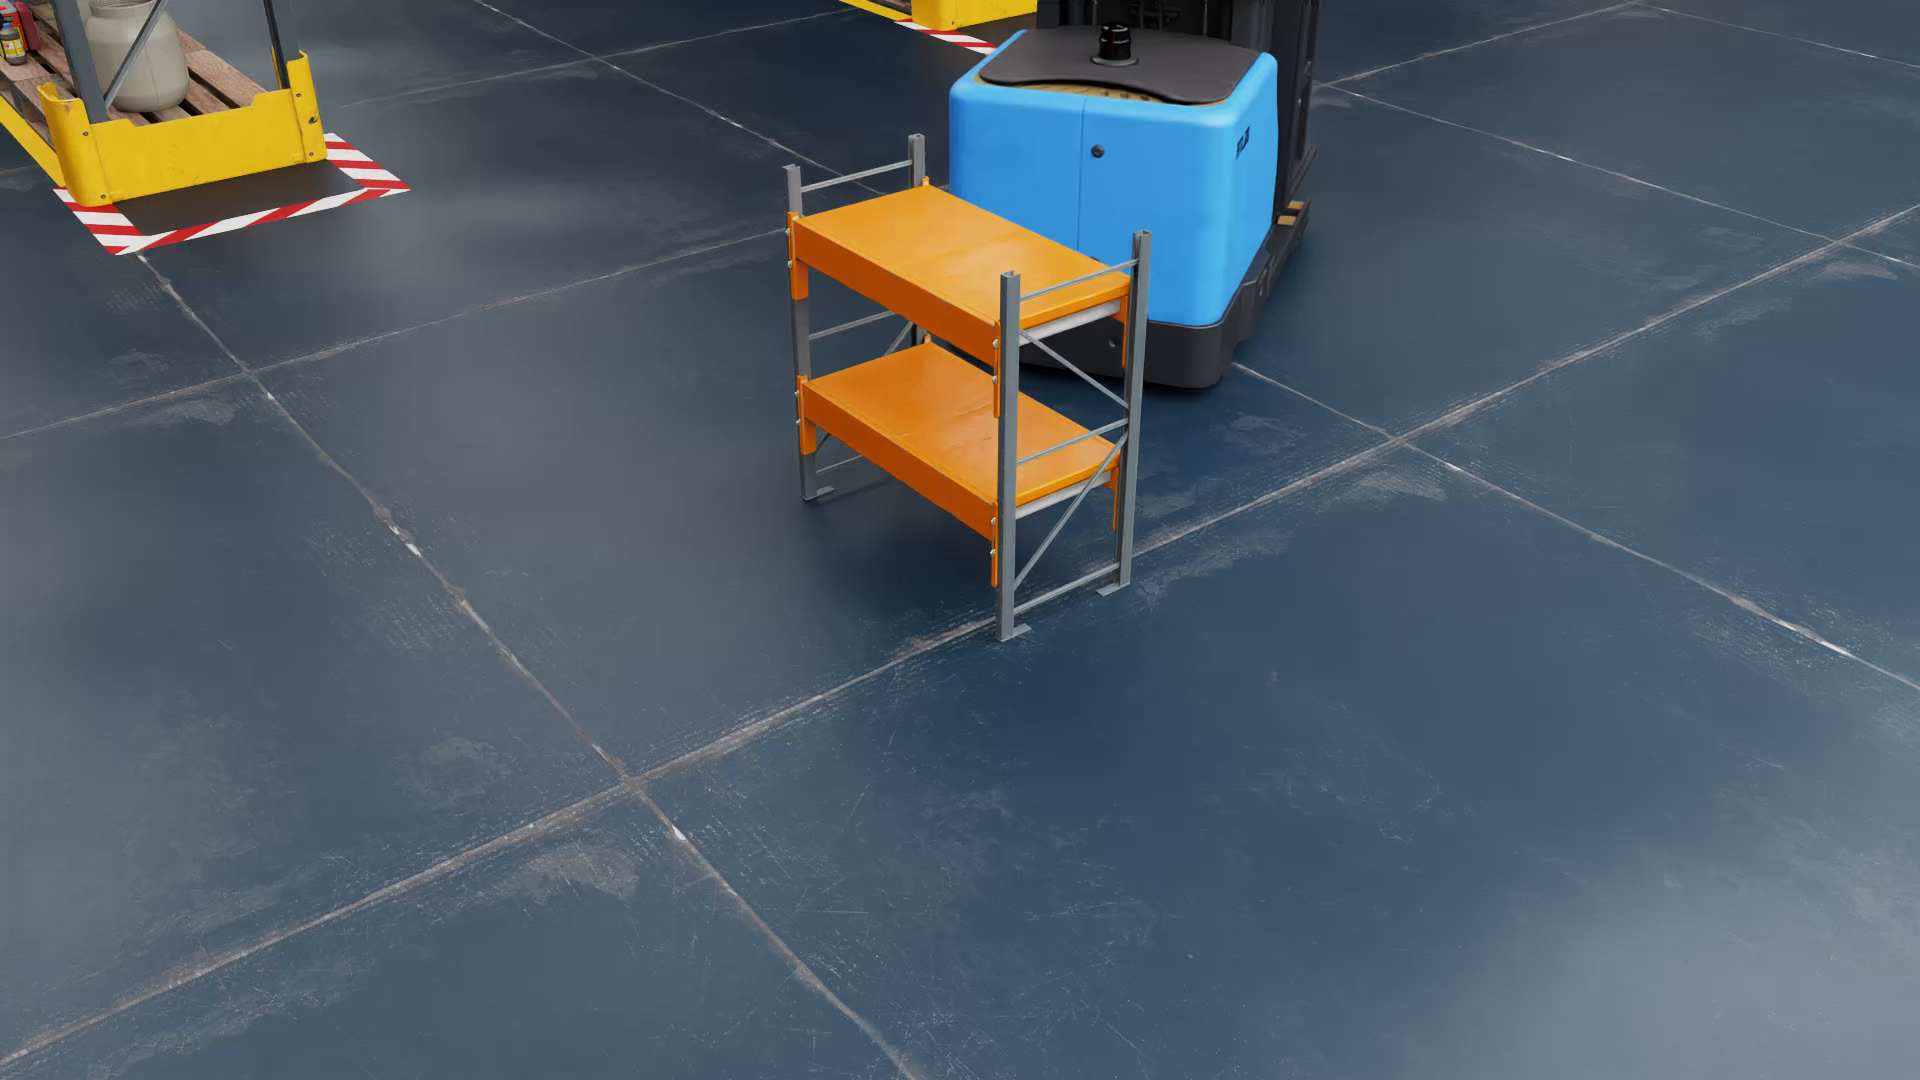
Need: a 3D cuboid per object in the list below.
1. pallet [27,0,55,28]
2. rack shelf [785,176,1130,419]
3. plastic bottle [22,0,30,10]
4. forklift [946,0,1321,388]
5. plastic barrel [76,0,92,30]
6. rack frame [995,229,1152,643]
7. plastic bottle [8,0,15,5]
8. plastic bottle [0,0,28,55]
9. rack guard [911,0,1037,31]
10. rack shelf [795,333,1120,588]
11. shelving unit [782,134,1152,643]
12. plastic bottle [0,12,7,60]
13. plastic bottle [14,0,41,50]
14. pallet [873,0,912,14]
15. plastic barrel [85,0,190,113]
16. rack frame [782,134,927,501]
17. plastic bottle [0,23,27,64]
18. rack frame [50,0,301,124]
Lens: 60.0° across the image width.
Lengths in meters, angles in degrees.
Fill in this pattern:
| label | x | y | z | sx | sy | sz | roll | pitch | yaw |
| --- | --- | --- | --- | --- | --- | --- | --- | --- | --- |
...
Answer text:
| label | x | y | z | sx | sy | sz | roll | pitch | yaw |
| --- | --- | --- | --- | --- | --- | --- | --- | --- | --- |
| pallet | -5.705 | -3.244 | 10.273 | 1.003 | 0.211 | 1.213 | -22 | 38 | -31 |
| rack shelf | -0.004 | -0.729 | 4.803 | 0.538 | 0.278 | 1.000 | -22 | 38 | -31 |
| plastic bottle | -5.439 | -3.084 | 9.537 | 0.152 | 0.276 | 0.135 | -22 | 38 | -31 |
| forklift | 0.923 | -2.559 | 6.592 | 1.130 | 2.935 | 3.031 | 11 | 33 | 17 |
| plastic barrel | -4.403 | -2.635 | 8.610 | 0.421 | 0.512 | 0.421 | 0 | 32 | 0 |
| rack frame | 0.308 | -0.269 | 4.617 | 0.500 | 1.125 | 0.032 | -22 | 38 | -31 |
| plastic bottle | -5.358 | -2.974 | 9.430 | 0.097 | 0.201 | 0.097 | 0 | 32 | 0 |
| plastic bottle | -5.237 | -2.822 | 9.116 | 0.152 | 0.276 | 0.135 | -22 | 38 | -31 |
| rack guard | 0.234 | -3.627 | 10.616 | 1.175 | 0.500 | 0.348 | -22 | 38 | -31 |
| rack shelf | -0.004 | -0.273 | 5.087 | 0.538 | 0.278 | 1.000 | -22 | 38 | -31 |
| shelving unit | -0.004 | -0.481 | 4.958 | 0.538 | 1.125 | 1.048 | -22 | 38 | -31 |
| plastic bottle | -5.190 | -2.754 | 8.999 | 0.061 | 0.283 | 0.133 | -21 | 38 | -30 |
| plastic bottle | -5.153 | -2.860 | 9.170 | 0.061 | 0.283 | 0.133 | -22 | 38 | -31 |
| pallet | -0.236 | -3.855 | 11.256 | 1.003 | 0.211 | 1.213 | -22 | 38 | -31 |
| plastic barrel | -4.095 | -2.426 | 8.273 | 0.421 | 0.512 | 0.421 | 0 | 32 | 0 |
| rack frame | -0.316 | -0.693 | 5.299 | 0.500 | 1.125 | 0.032 | -22 | 38 | -31 |
| plastic bottle | -5.104 | -2.677 | 8.952 | 0.097 | 0.201 | 0.097 | 0 | 32 | 0 |
| rack frame | -3.631 | -3.055 | 7.326 | 1.000 | 3.000 | 0.127 | -22 | 38 | -31 |
